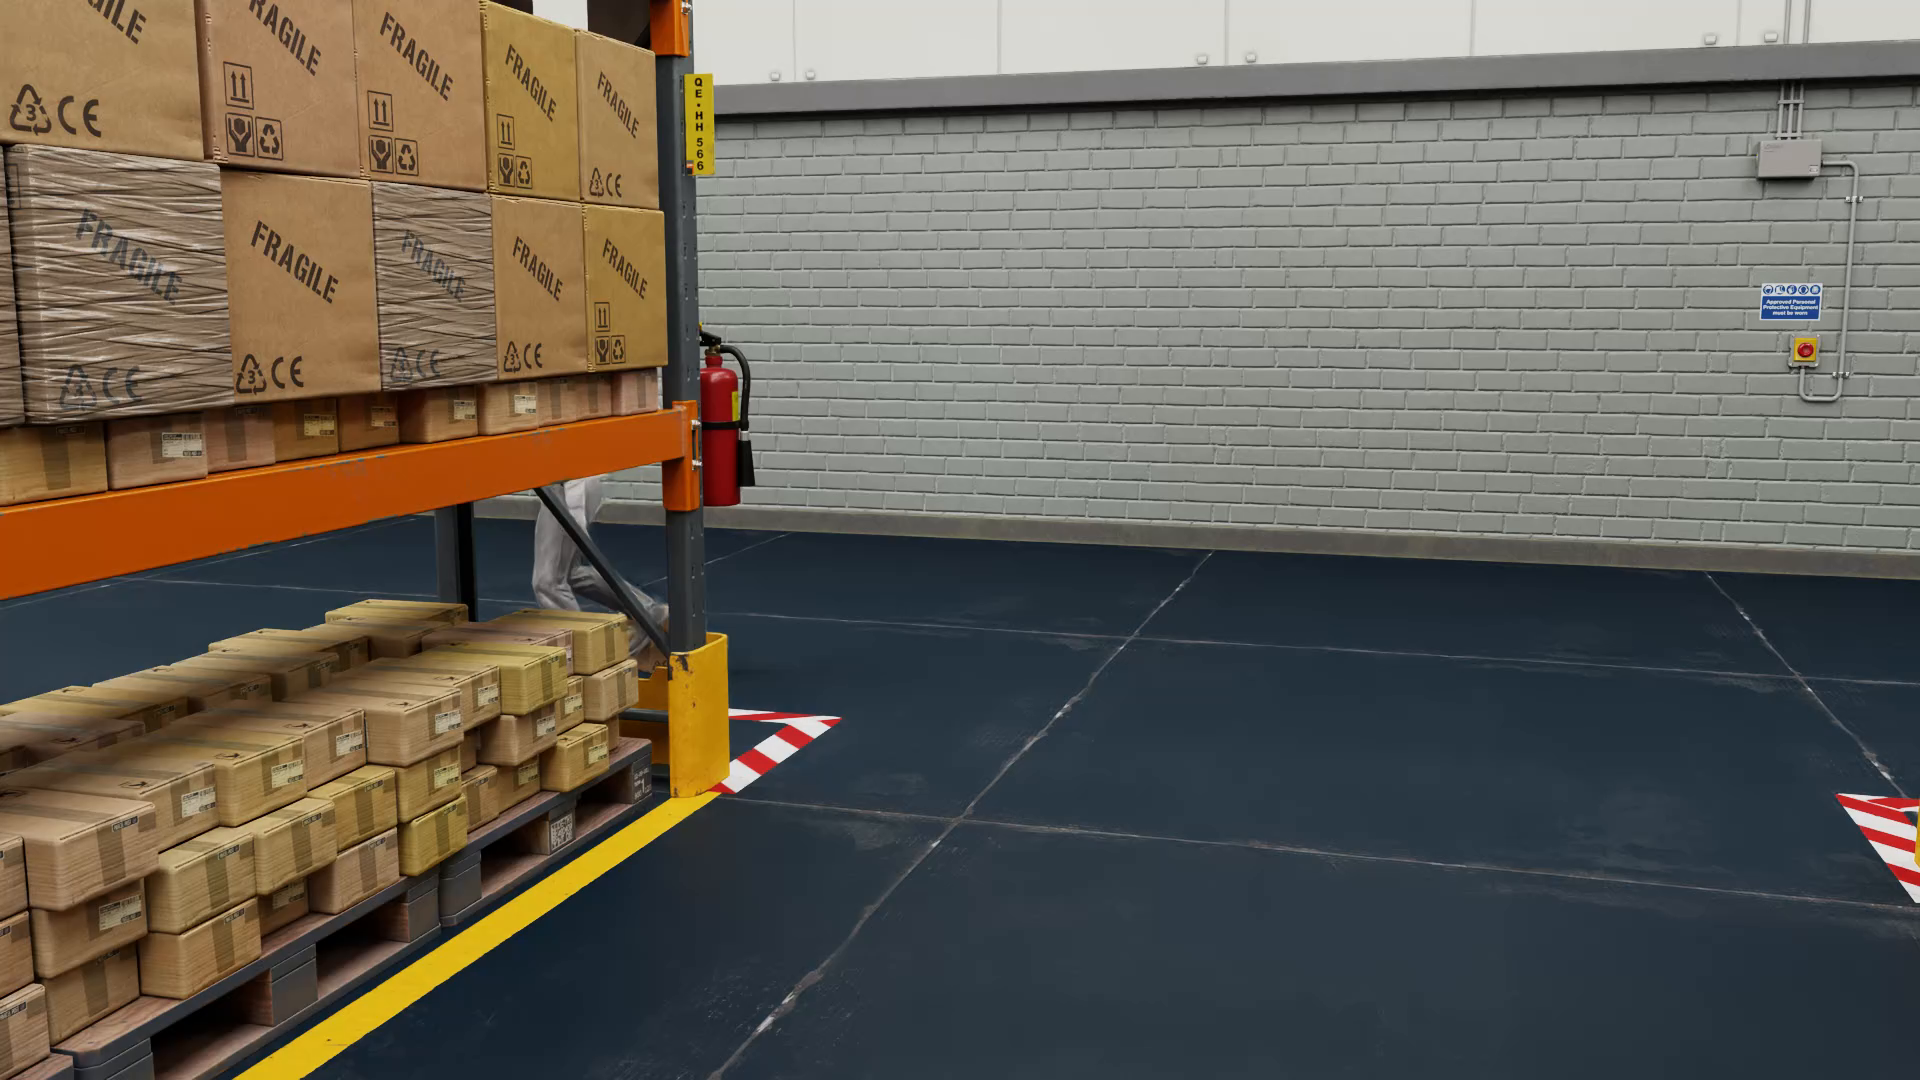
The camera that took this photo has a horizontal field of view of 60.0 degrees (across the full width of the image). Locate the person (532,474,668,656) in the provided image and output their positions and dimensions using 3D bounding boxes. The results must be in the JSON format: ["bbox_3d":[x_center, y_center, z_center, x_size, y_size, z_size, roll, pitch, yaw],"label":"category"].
[{"bbox_3d":[-1.559,-0.193,7.080,0.671,1.647,0.518,-3,9,-20],"label":"person"}]
